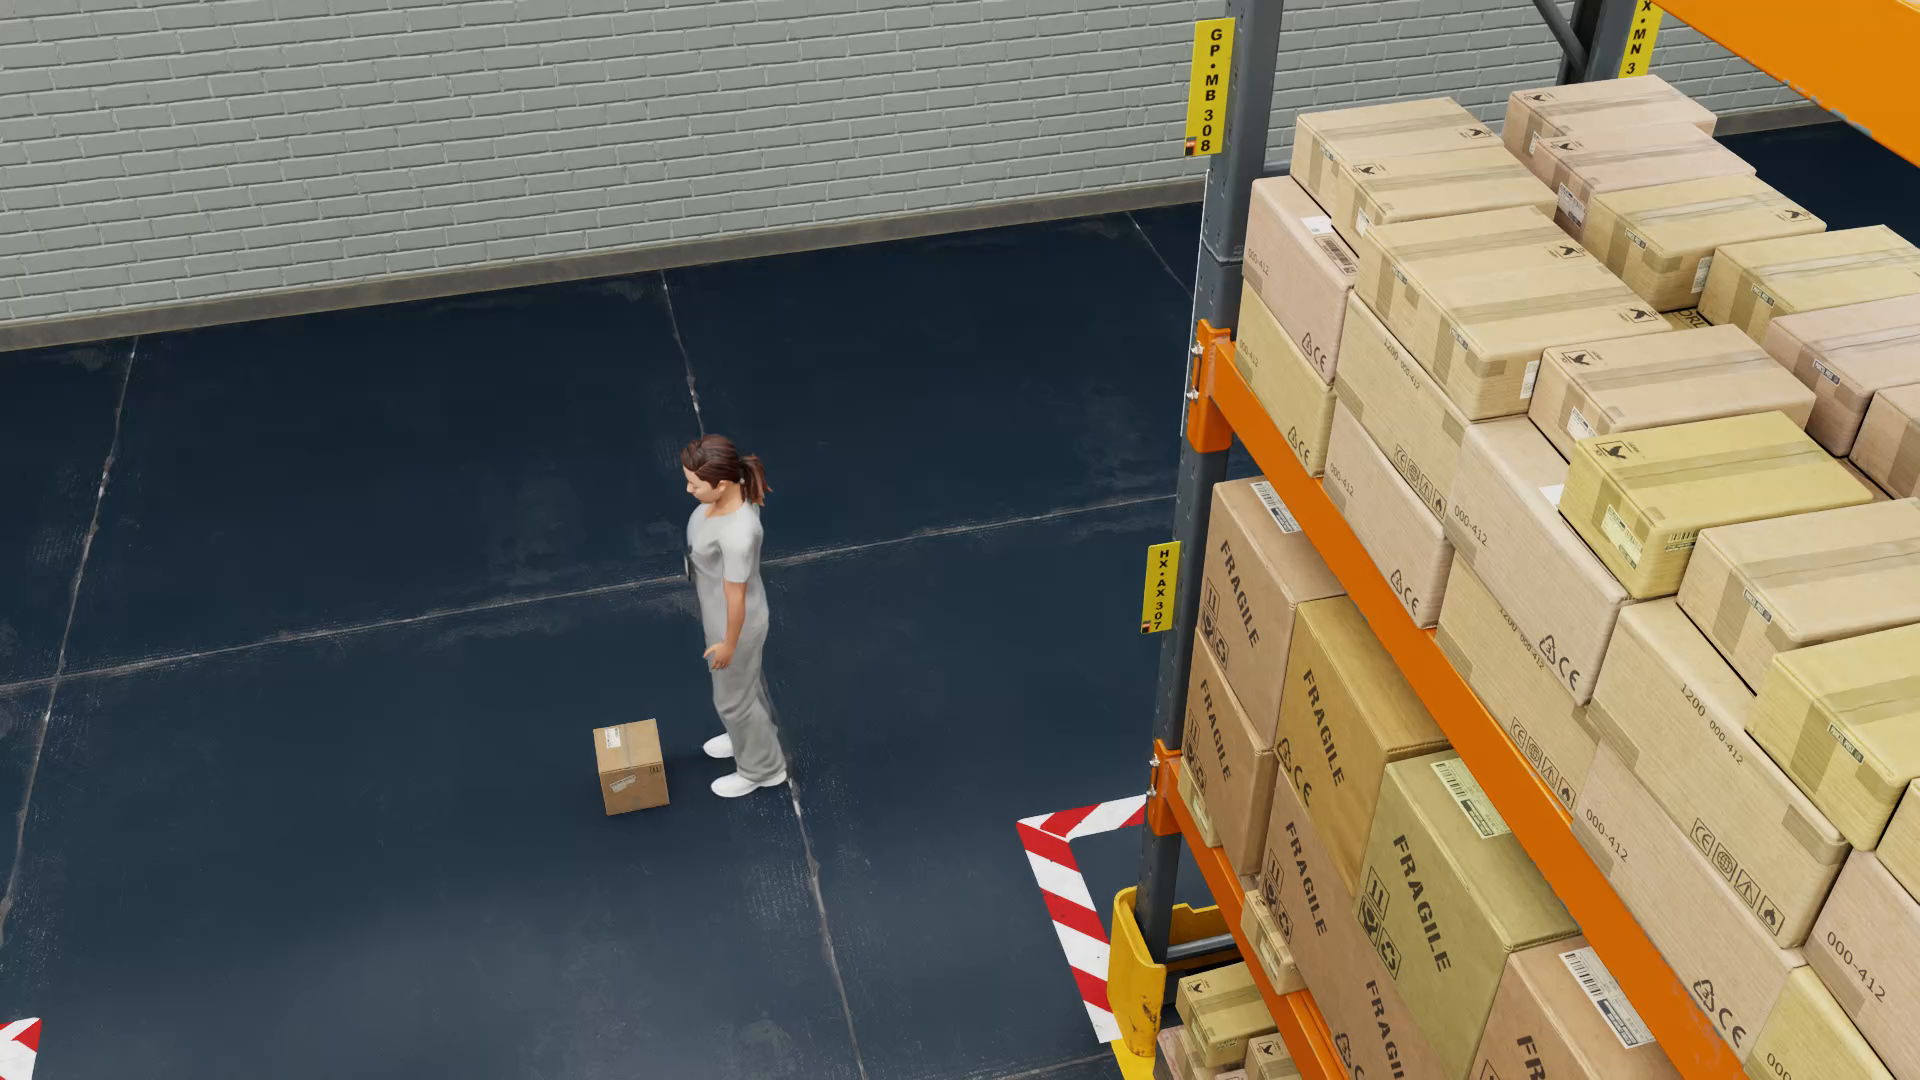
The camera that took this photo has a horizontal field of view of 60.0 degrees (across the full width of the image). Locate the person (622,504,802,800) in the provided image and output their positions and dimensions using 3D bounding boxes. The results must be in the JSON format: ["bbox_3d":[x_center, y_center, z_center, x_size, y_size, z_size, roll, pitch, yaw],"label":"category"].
[{"bbox_3d":[-0.915,0.411,6.408,0.616,1.417,0.490,-9,39,-12],"label":"person"}]
